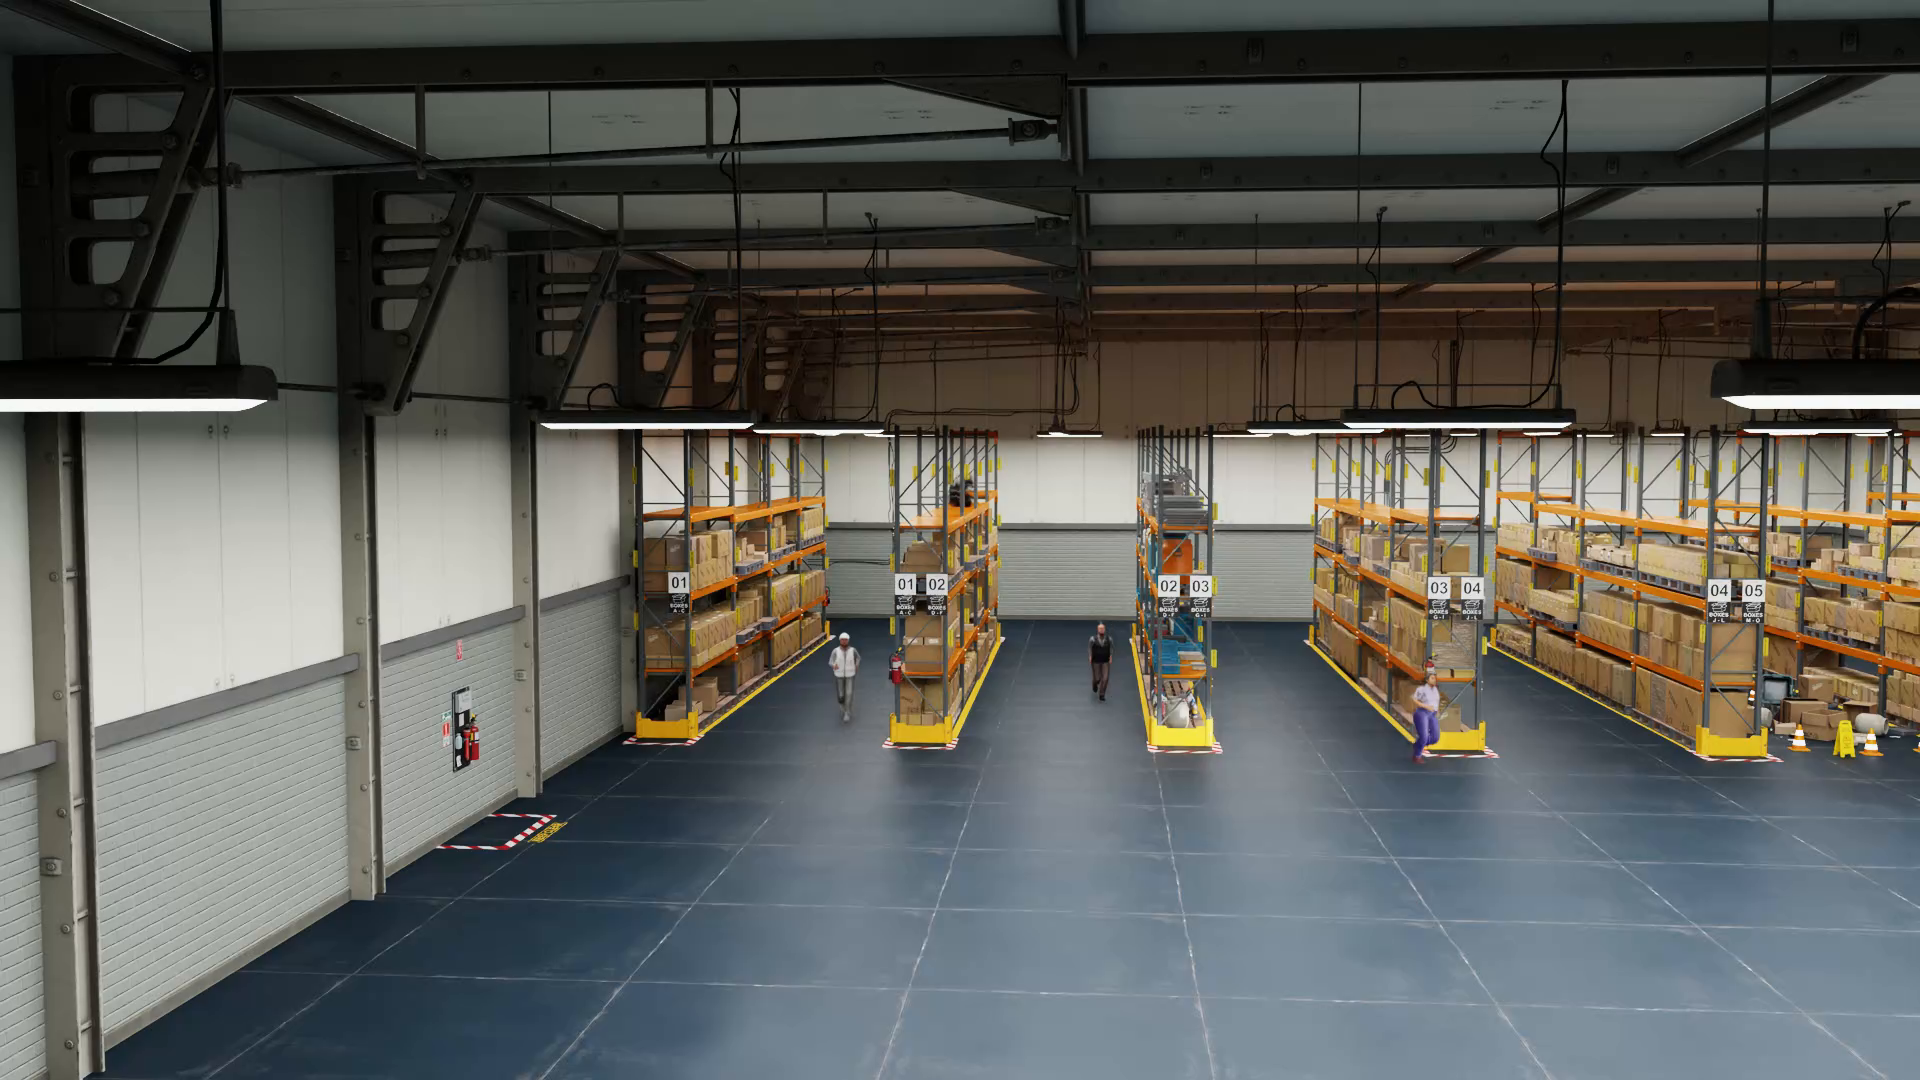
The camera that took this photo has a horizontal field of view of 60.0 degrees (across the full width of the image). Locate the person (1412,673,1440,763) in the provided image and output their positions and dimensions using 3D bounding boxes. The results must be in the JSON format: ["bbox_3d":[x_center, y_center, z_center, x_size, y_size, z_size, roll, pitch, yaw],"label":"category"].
[{"bbox_3d":[8.329,3.155,29.572,0.625,1.592,0.582,-2,4,-28],"label":"person"}]

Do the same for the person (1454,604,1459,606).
[{"bbox_3d":[13.684,2.122,46.696,0.658,1.605,0.718,2,4,32],"label":"person"}]

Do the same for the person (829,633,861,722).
[{"bbox_3d":[-2.359,2.785,34.077,0.661,1.769,0.936,0,3,-5],"label":"person"}]

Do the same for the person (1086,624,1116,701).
[{"bbox_3d":[3.115,2.686,36.752,0.647,1.672,0.637,0,3,-1],"label":"person"}]
